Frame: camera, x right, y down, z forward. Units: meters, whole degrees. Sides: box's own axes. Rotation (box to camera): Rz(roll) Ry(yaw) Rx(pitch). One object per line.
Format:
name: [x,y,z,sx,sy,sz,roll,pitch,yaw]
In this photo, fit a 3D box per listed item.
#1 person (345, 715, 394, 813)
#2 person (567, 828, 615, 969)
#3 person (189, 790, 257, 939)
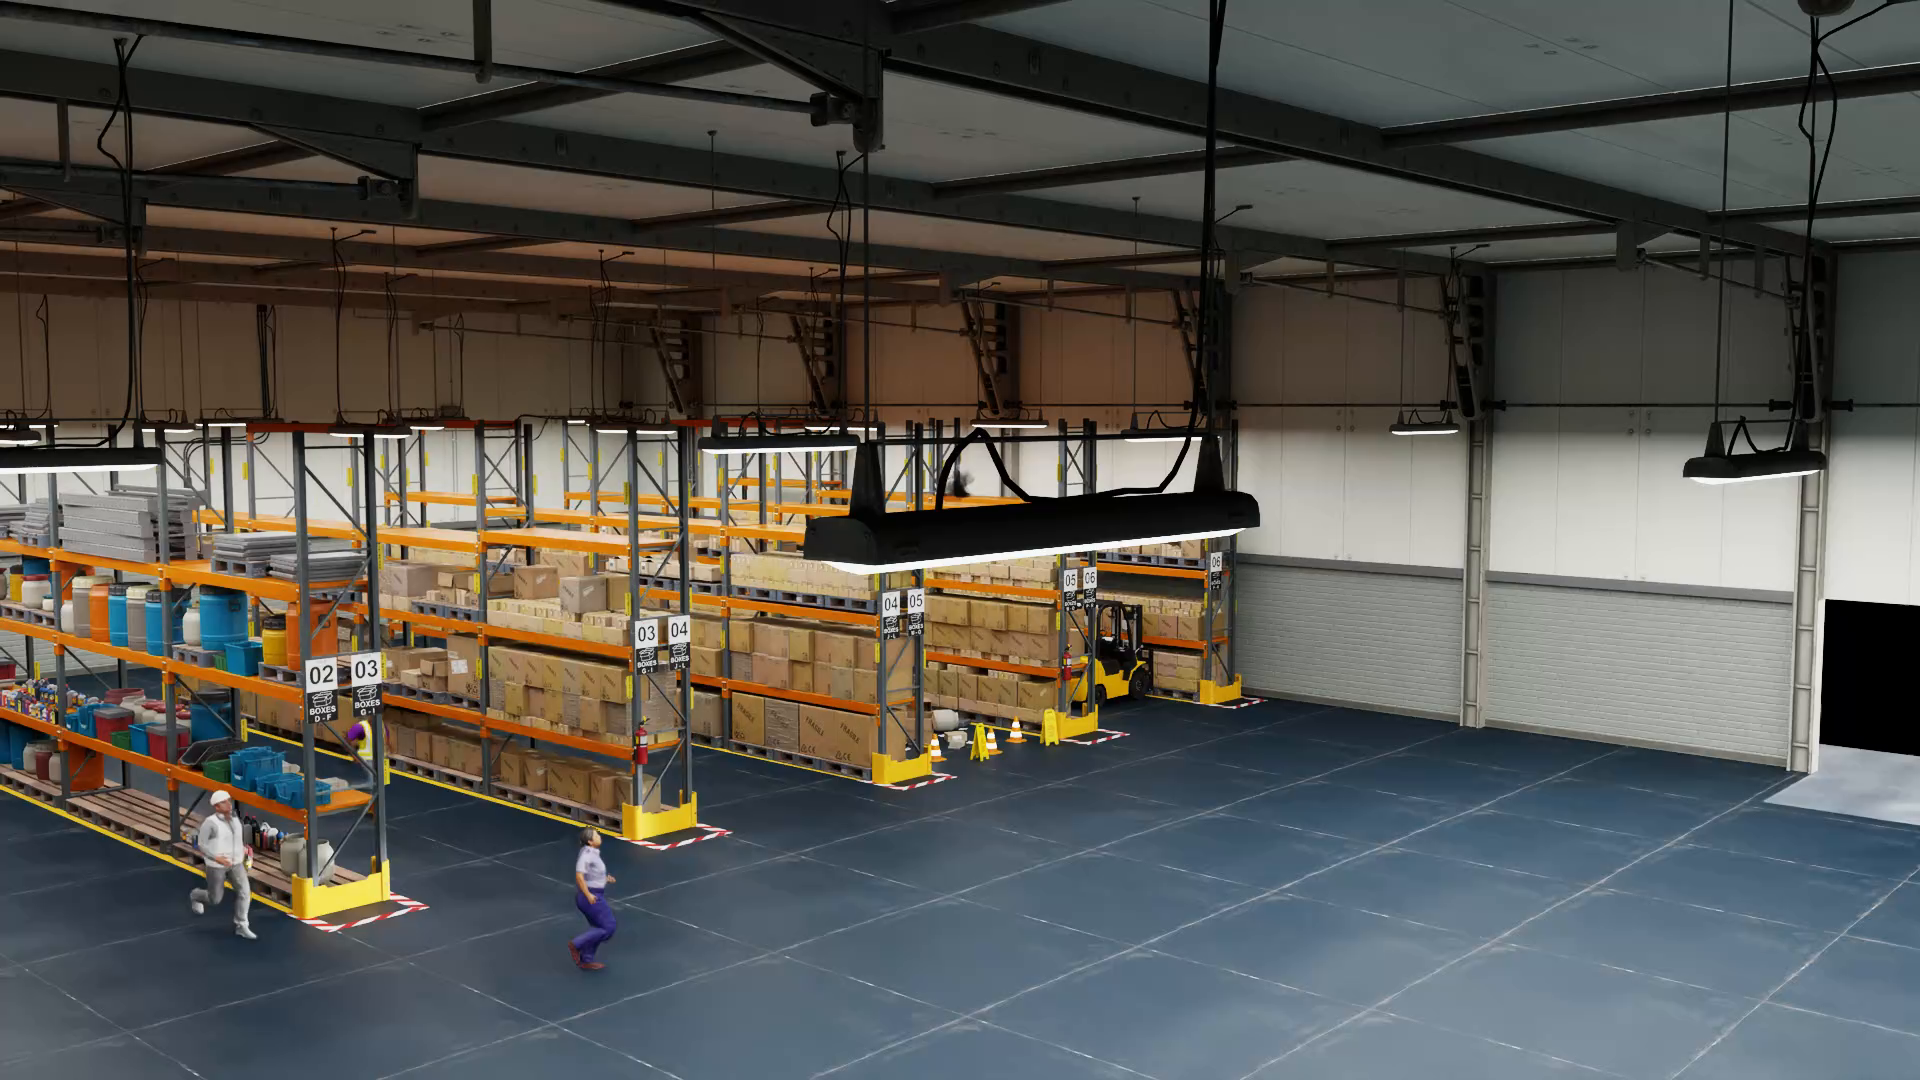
person: [-9.065,3.378,25.647,0.594,1.726,0.730,3,6,35]
person: [-4.125,4.025,18.593,0.559,1.595,0.634,-1,5,-17]
person: [-8.817,3.861,19.874,1.000,1.759,0.643,3,5,31]
